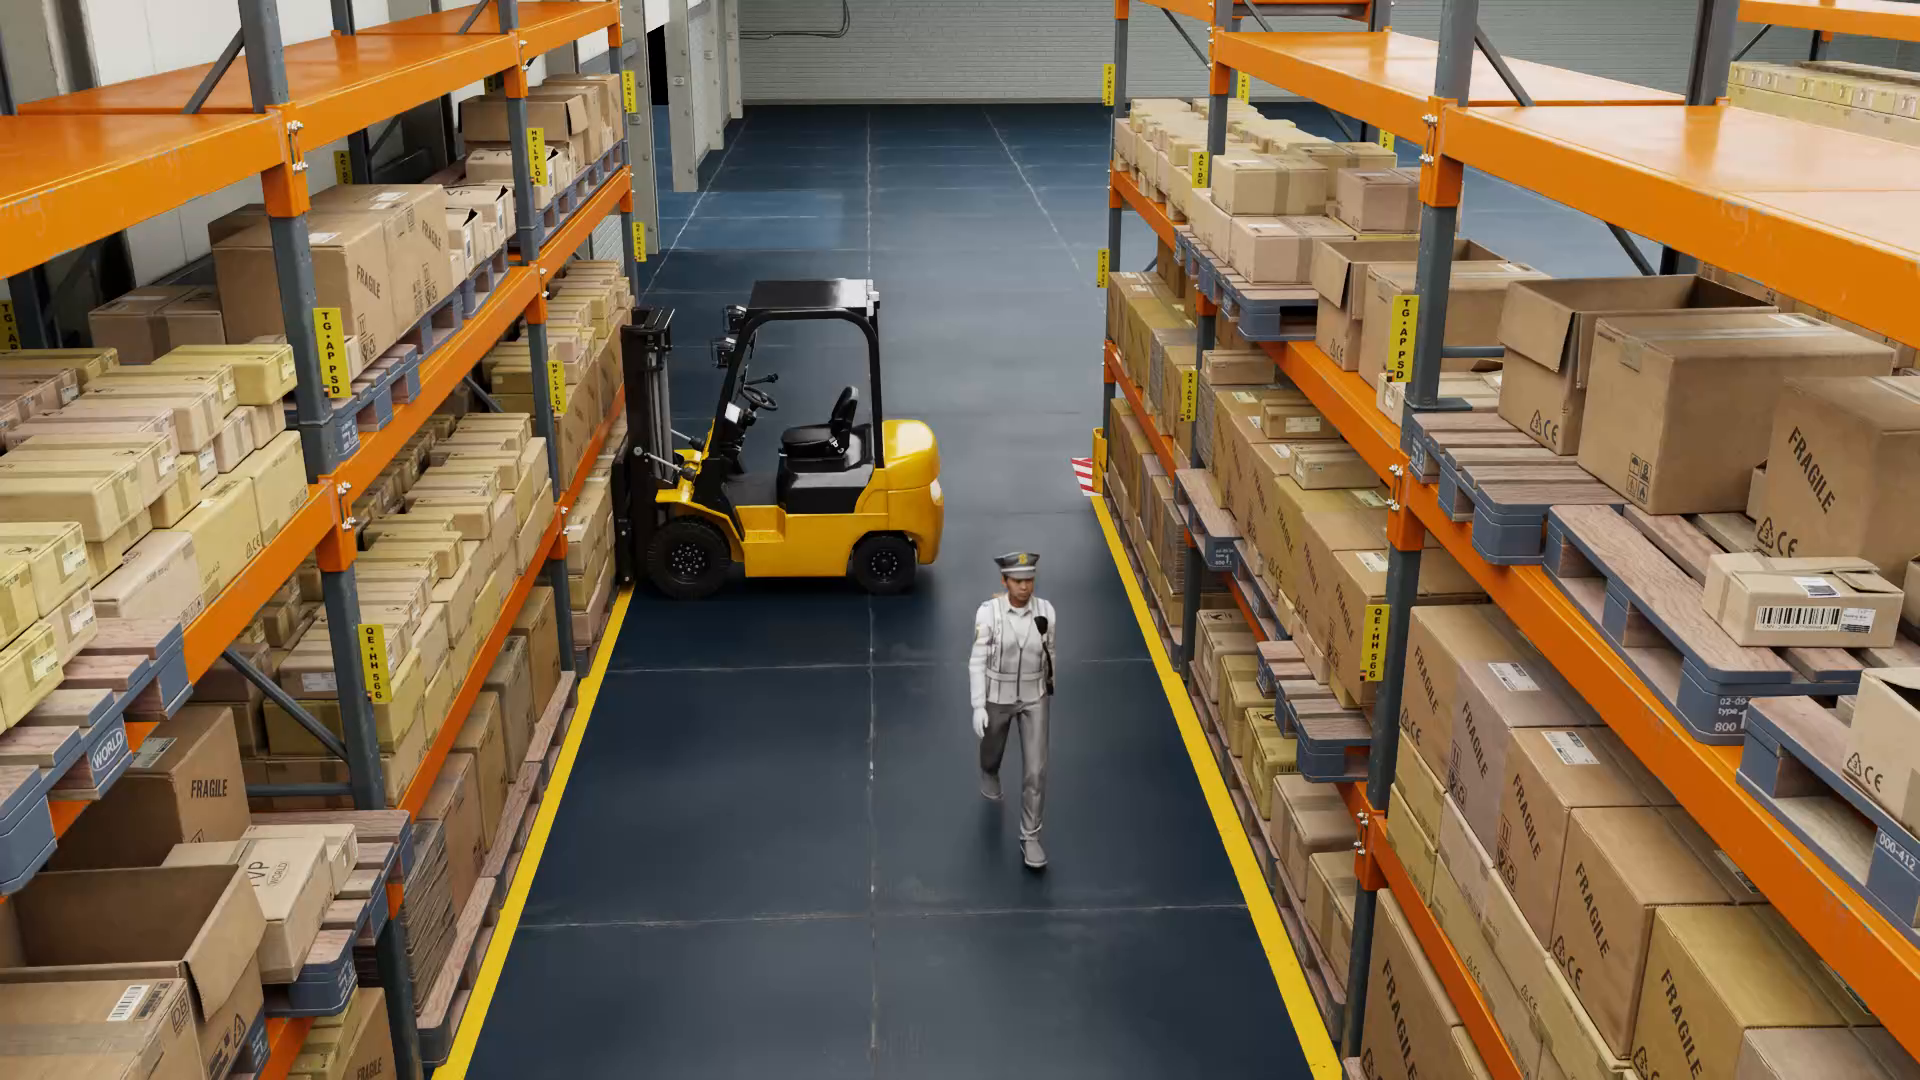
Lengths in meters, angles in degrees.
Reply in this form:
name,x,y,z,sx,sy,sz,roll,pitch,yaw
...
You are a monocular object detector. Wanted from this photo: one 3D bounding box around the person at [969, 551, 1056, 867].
name,x,y,z,sx,sy,sz,roll,pitch,yaw
person,0.283,0.814,8.840,0.479,1.647,0.938,-2,21,-5
